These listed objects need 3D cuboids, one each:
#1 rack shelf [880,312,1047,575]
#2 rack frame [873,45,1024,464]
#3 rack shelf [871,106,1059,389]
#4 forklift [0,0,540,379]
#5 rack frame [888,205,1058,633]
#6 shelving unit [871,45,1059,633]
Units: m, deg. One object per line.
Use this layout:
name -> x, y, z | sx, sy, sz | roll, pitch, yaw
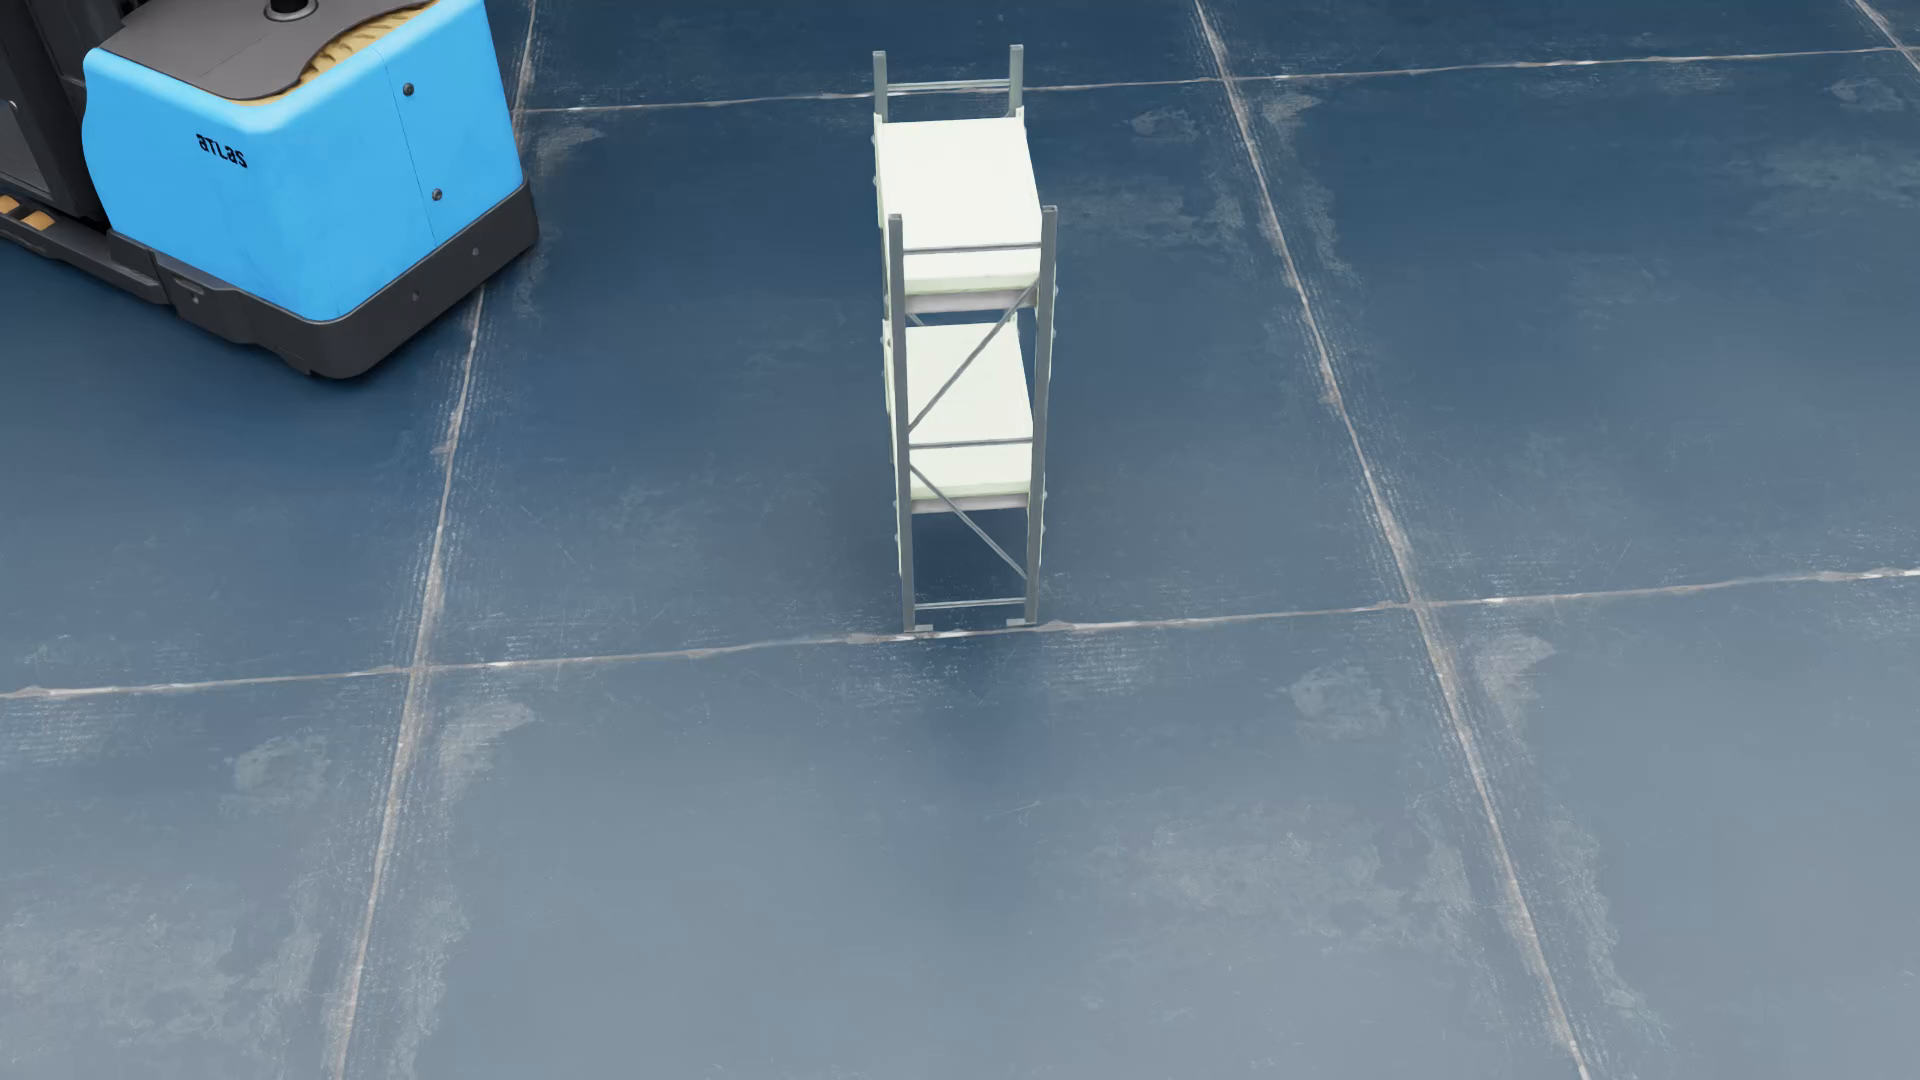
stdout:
rack shelf -> -0.001, -0.296, 4.947 | 0.431, 0.370, 0.720 | -3, 47, -3
rack frame -> -0.031, -0.785, 4.961 | 0.400, 1.500, 0.023 | -3, 47, -3
rack shelf -> -0.001, -0.789, 4.427 | 0.431, 0.370, 0.720 | -3, 47, -3
forklift -> -3.104, -2.375, 5.481 | 3.031, 2.935, 1.130 | 24, 51, 21
rack frame -> 0.030, -0.256, 4.459 | 0.400, 1.500, 0.023 | -3, 47, -3
shelving unit -> -0.001, -0.521, 4.710 | 0.431, 1.500, 0.755 | -3, 47, -3
